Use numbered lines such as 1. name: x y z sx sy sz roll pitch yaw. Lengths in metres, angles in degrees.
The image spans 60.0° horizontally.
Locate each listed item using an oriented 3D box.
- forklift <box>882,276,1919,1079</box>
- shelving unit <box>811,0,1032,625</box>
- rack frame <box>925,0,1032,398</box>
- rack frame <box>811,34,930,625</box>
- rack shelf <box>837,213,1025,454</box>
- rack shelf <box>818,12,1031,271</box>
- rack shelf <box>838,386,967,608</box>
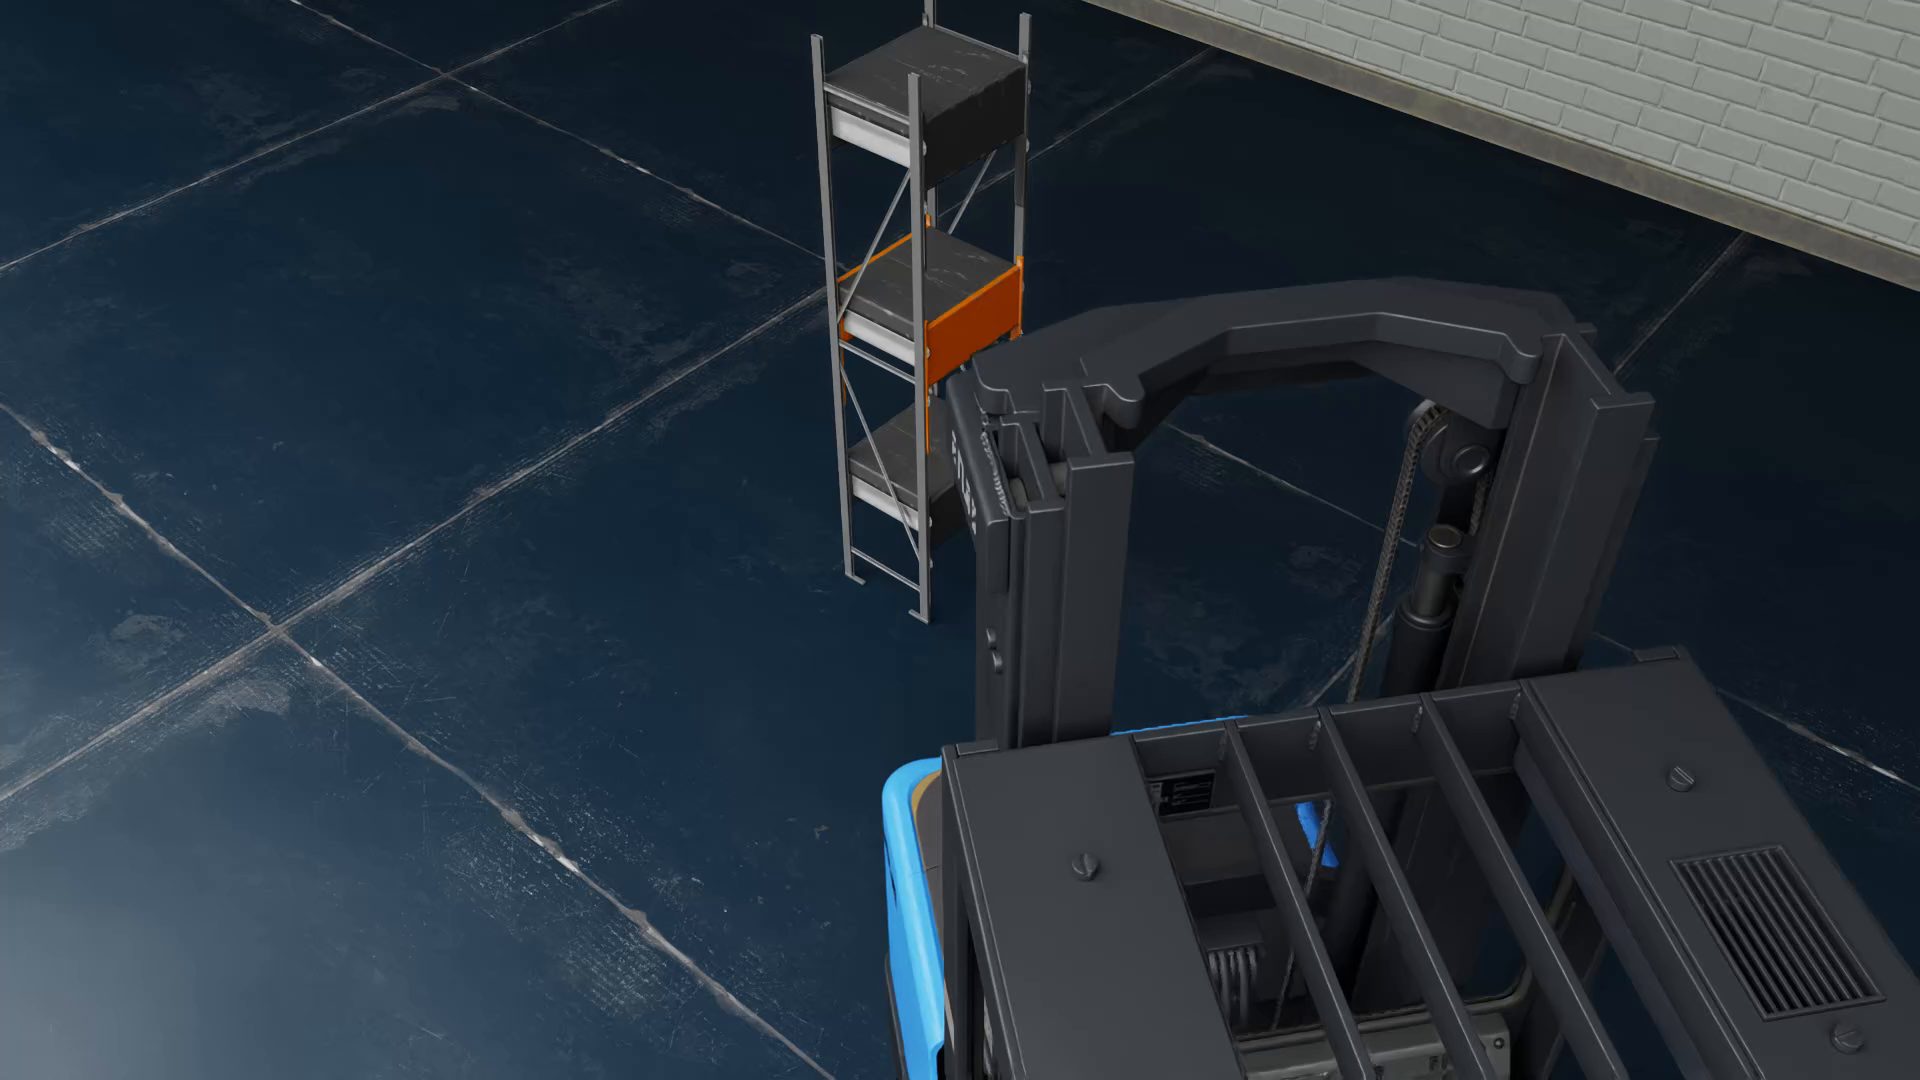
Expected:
1. forklift: 0.561 1.175 2.779 1.130 2.935 3.031 -7 43 -7
2. shelving unit: -0.107 -0.692 5.450 0.431 2.100 0.503 29 50 28
3. rack frame: 0.050 -0.817 5.588 0.400 2.100 0.015 29 50 28
4. rack frame: -0.264 -0.566 5.312 0.400 2.100 0.015 29 50 28
5. rack shelf: -0.107 -0.682 5.459 0.431 0.518 0.480 29 50 28
6. rack shelf: -0.107 -1.199 4.988 0.431 0.518 0.480 29 50 28
7. rack shelf: -0.107 -0.164 5.930 0.431 0.518 0.480 29 50 28
